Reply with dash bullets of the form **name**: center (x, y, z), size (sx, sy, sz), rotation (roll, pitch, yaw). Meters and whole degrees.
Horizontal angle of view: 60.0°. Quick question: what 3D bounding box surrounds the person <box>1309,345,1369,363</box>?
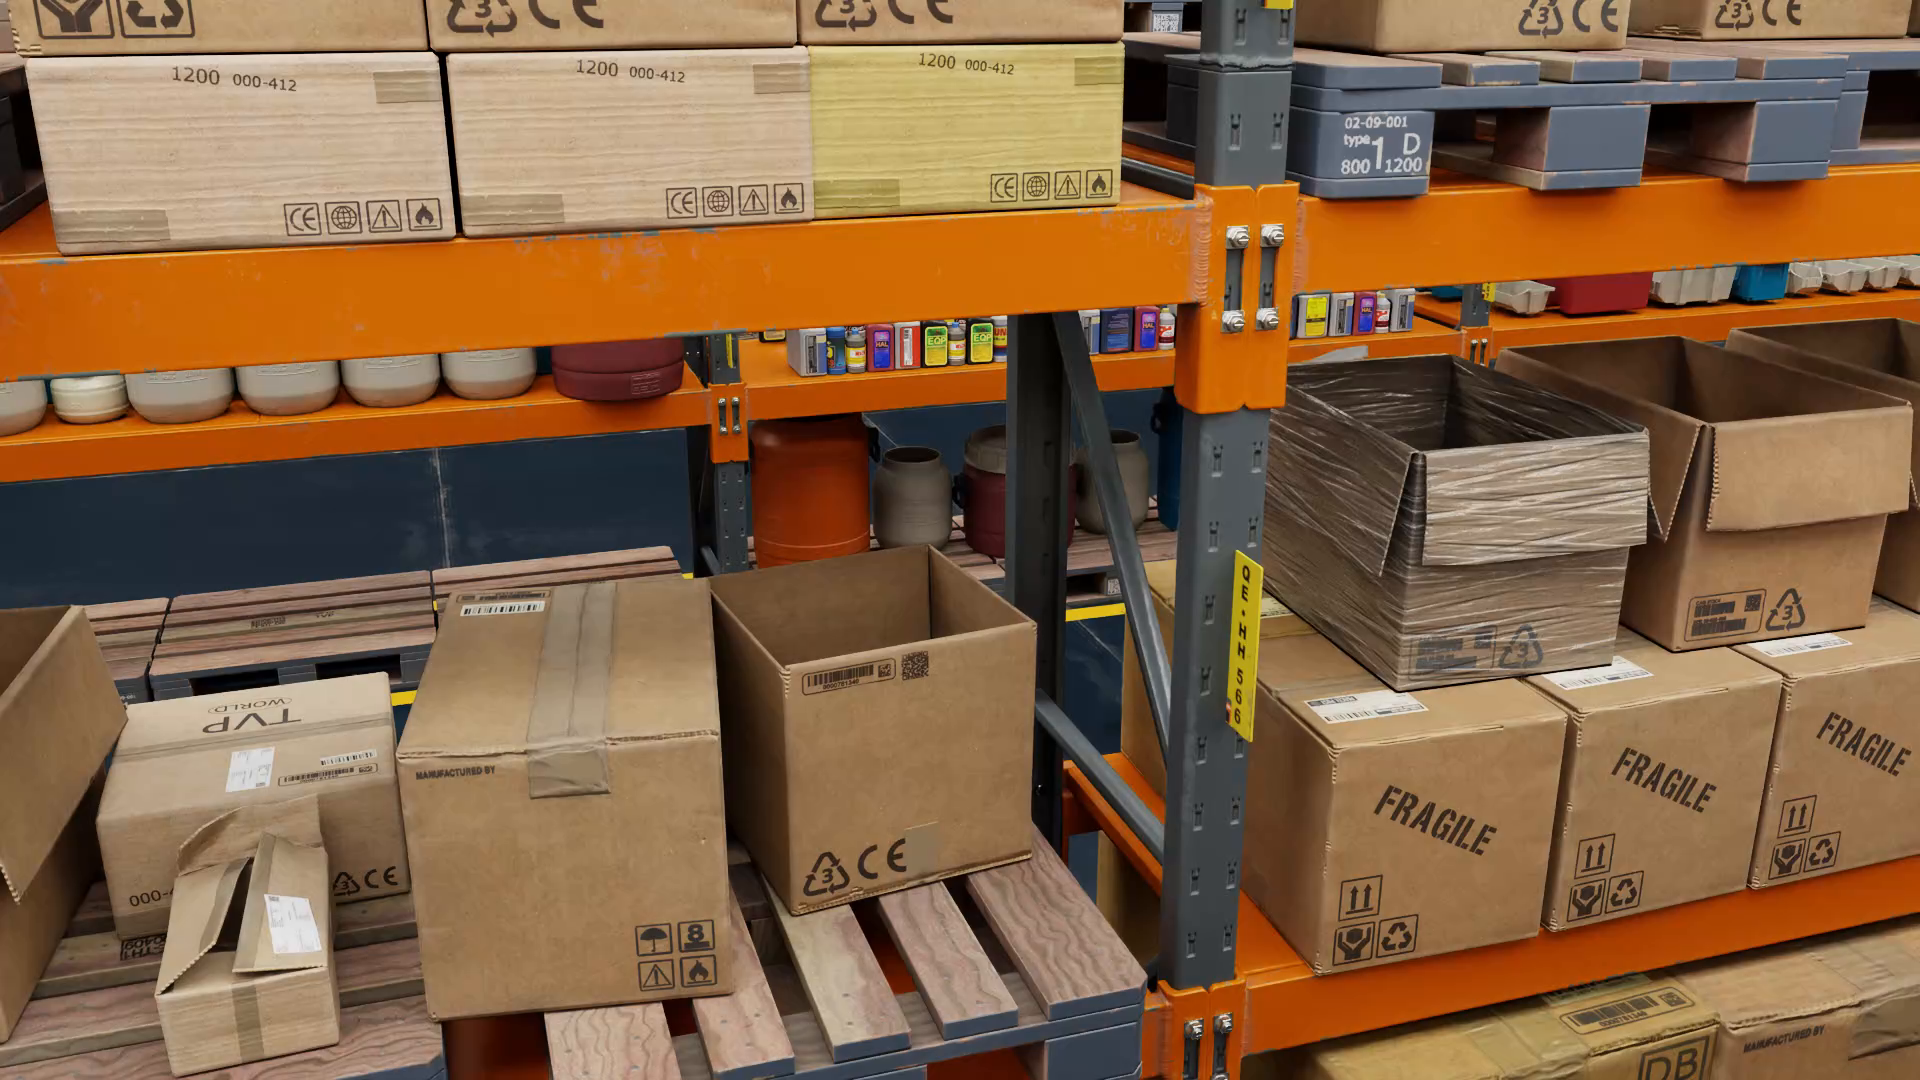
- **person**: center (1.439, 0.003, 6.976), size (0.618, 1.666, 0.500), rotation (-3, 20, -9)
